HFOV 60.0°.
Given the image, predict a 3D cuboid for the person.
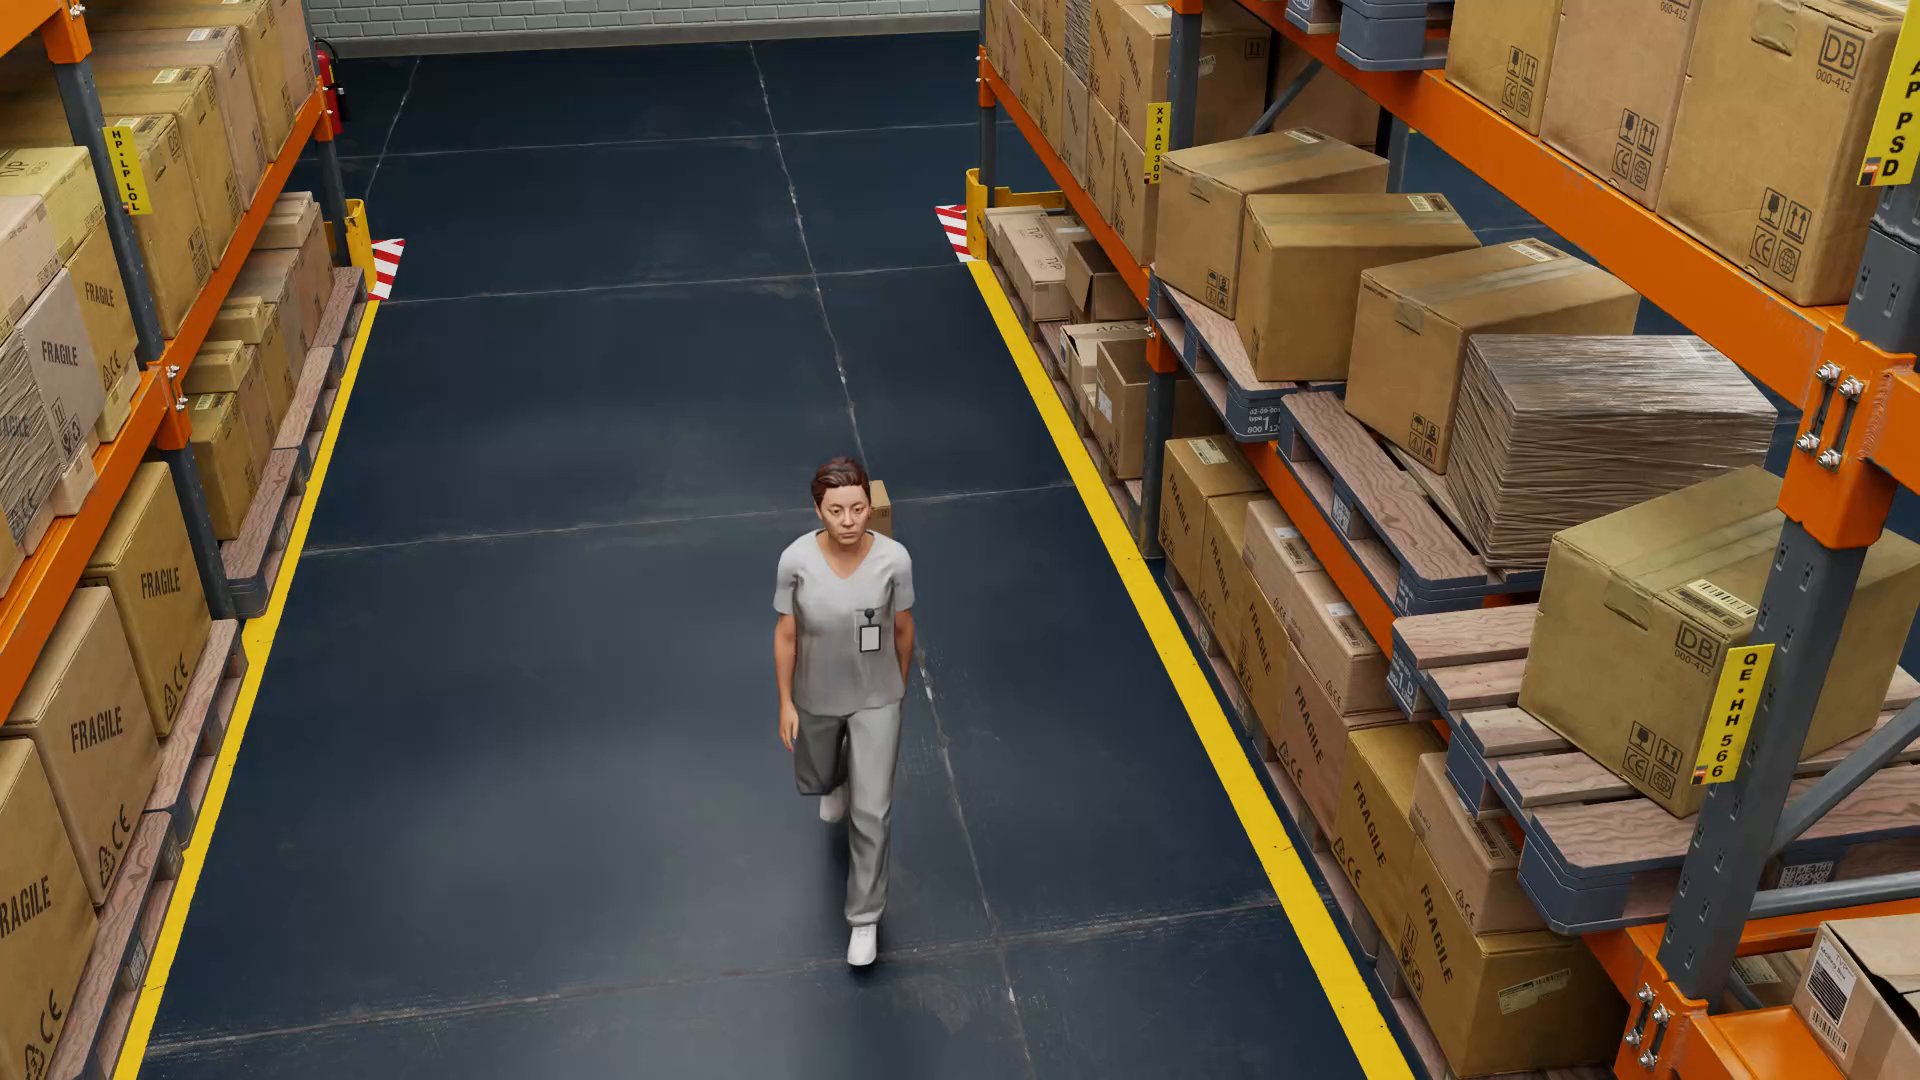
[{"bbox_3d":[-0.360,0.466,5.337,0.438,1.631,0.923,1,31,1],"label":"person"}]
